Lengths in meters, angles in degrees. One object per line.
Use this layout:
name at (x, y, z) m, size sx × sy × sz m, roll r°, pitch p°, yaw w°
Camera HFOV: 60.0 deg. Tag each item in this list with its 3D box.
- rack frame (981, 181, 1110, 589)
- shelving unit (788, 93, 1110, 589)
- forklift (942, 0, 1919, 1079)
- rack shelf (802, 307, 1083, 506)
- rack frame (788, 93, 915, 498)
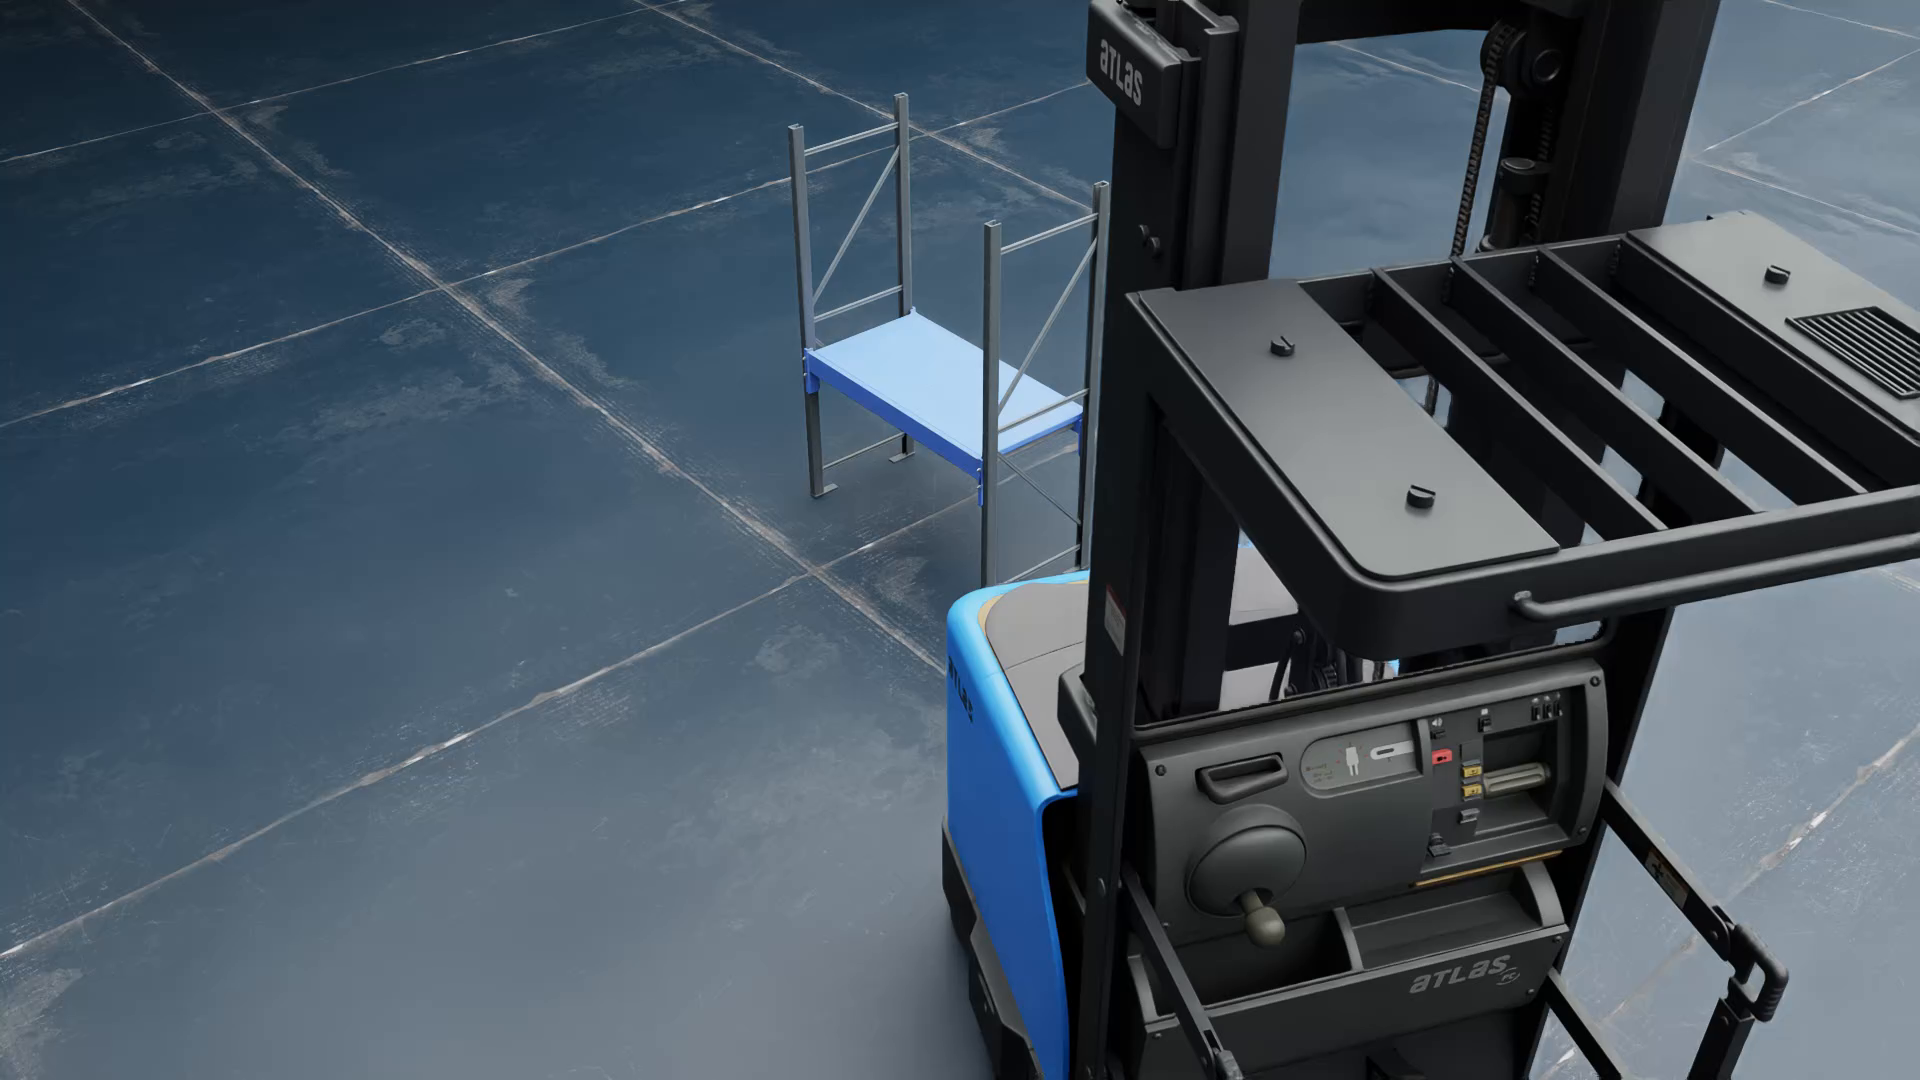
rack frame at (0.273, -0.425, 5.553) m, size 0.500 × 1.500 × 0.032 m, roll -26°, pitch 43°, yaw -32°
shelving unit at (-0.055, -0.650, 5.870) m, size 0.538 × 1.500 × 1.048 m, roll -26°, pitch 43°, yaw -32°
forklift at (0.848, 0.556, 2.929) m, size 1.130 × 2.935 × 3.031 m, roll -9°, pitch 36°, yaw -13°
rack shelf at (-0.055, -0.503, 5.974) m, size 0.538 × 0.185 × 1.000 m, roll -26°, pitch 43°, yaw -32°
rack frame at (-0.383, -0.874, 6.187) m, size 0.500 × 1.500 × 0.032 m, roll -26°, pitch 43°, yaw -32°
